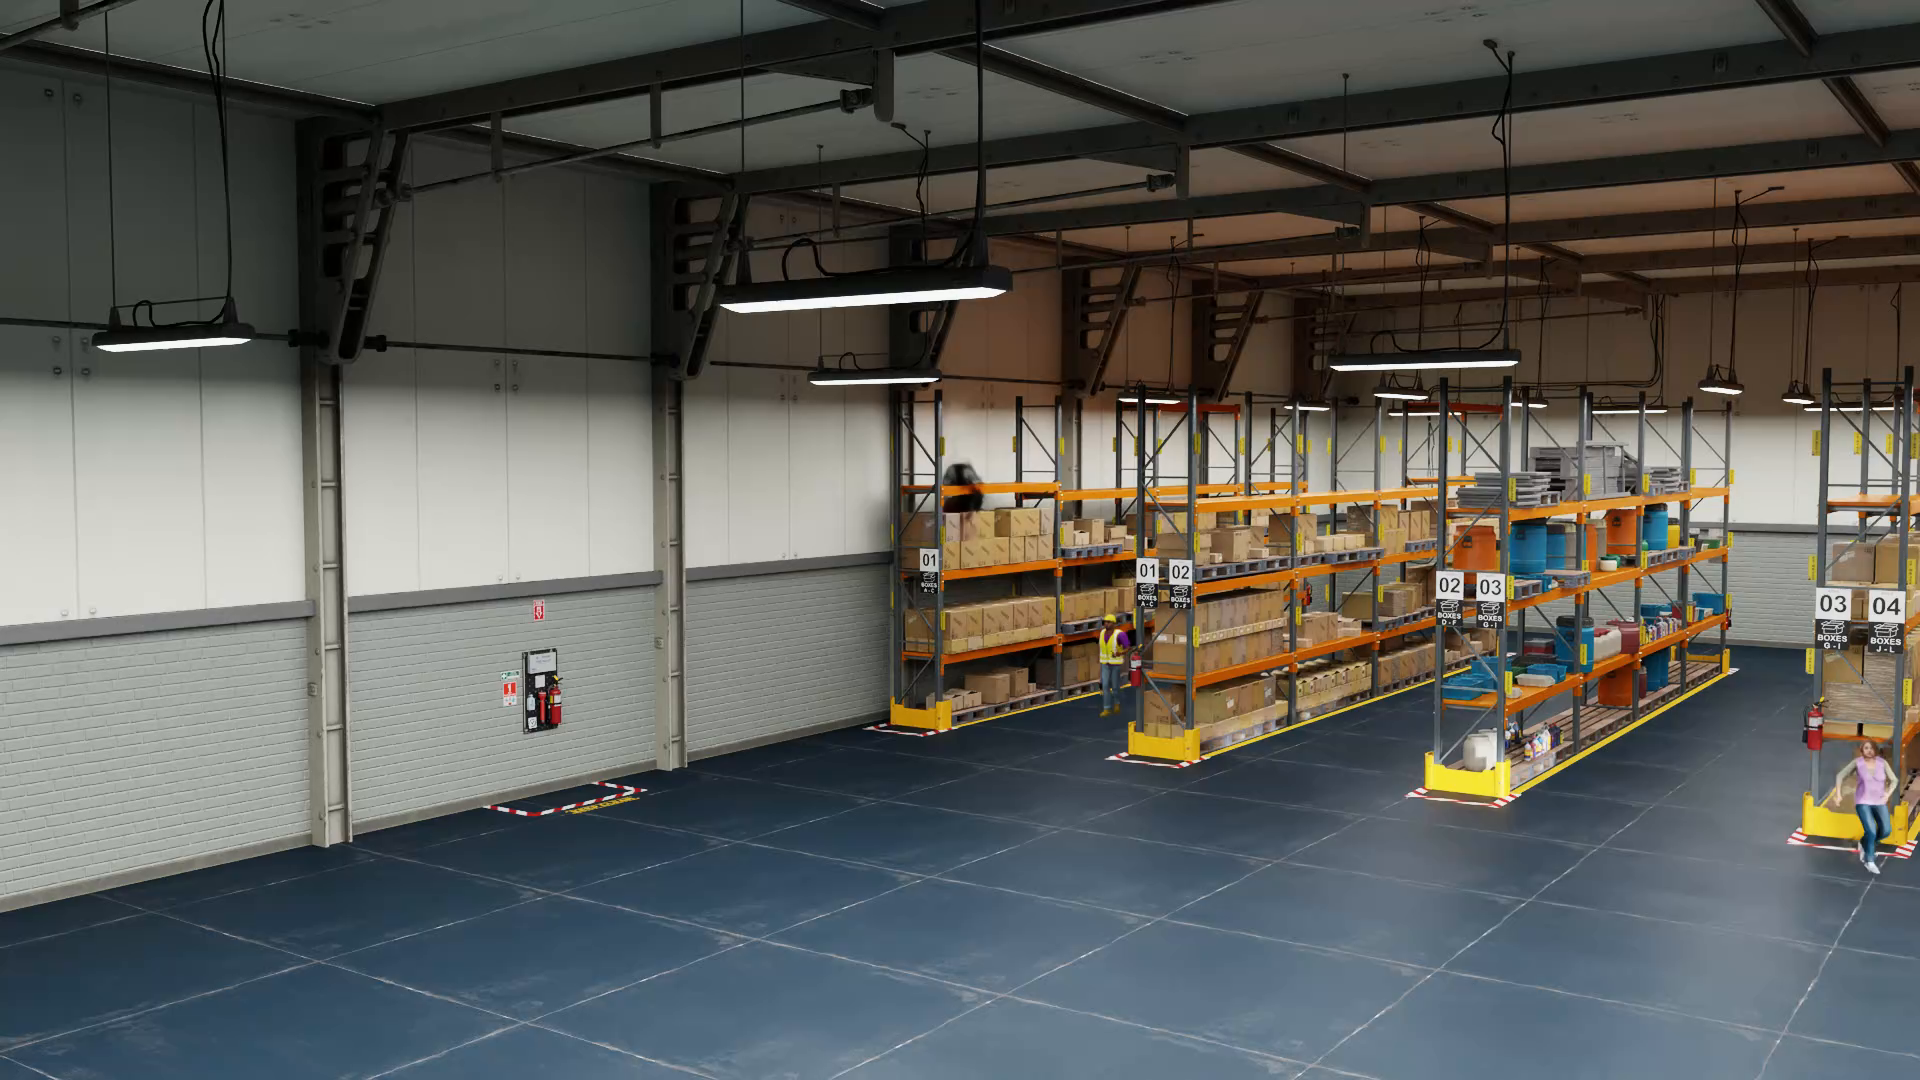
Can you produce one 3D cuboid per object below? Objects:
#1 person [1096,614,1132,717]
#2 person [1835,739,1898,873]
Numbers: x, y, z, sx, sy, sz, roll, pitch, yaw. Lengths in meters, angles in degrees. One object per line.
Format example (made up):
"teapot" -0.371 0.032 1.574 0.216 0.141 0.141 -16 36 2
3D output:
"person" 2.677 2.198 29.281 0.689 1.780 0.796 2 4 28
"person" 10.729 3.134 19.687 0.681 1.566 0.458 0 3 4
